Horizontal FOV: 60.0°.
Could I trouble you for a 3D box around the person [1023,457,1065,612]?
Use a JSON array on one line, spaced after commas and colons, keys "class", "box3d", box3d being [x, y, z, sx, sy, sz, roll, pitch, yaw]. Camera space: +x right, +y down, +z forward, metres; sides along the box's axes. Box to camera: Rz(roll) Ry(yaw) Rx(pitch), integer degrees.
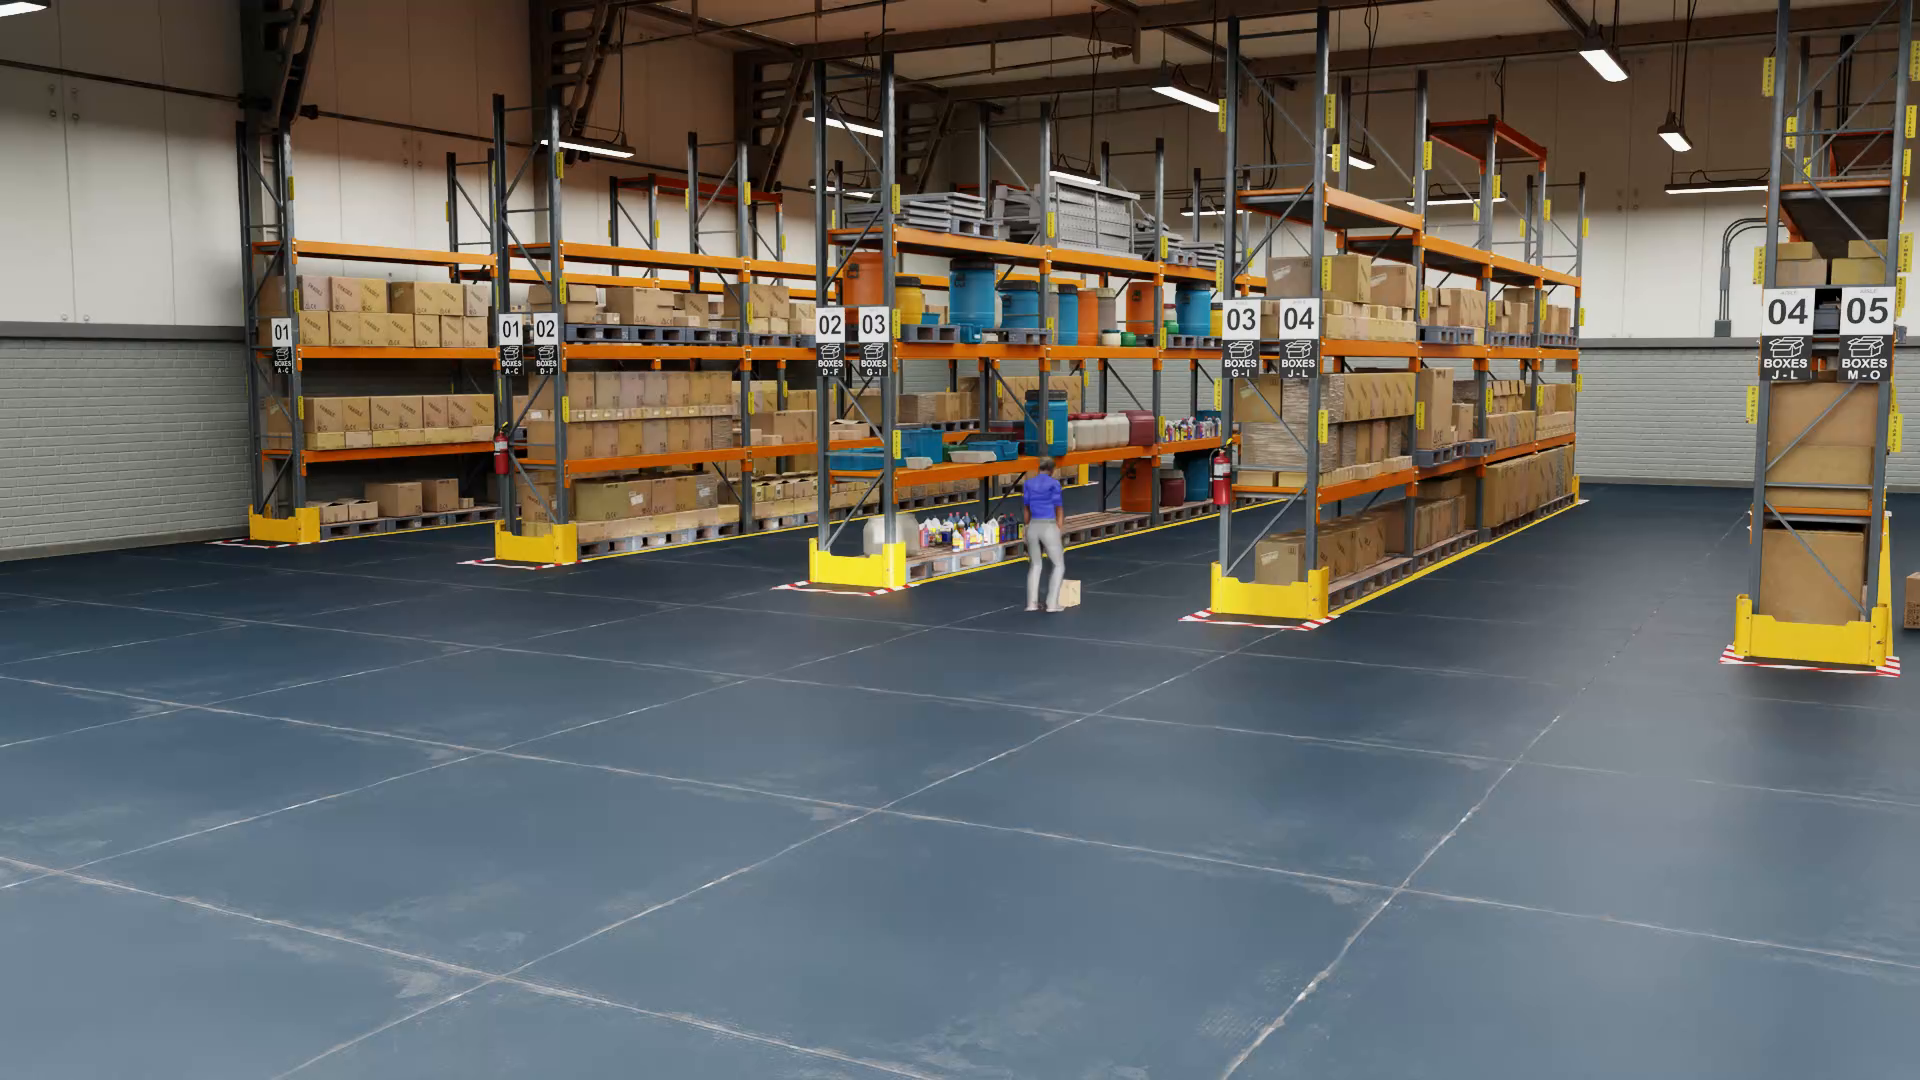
[{"class": "person", "box3d": [0.856, -0.054, 17.244, 0.461, 1.599, 0.393, 4, 7, 30]}]
